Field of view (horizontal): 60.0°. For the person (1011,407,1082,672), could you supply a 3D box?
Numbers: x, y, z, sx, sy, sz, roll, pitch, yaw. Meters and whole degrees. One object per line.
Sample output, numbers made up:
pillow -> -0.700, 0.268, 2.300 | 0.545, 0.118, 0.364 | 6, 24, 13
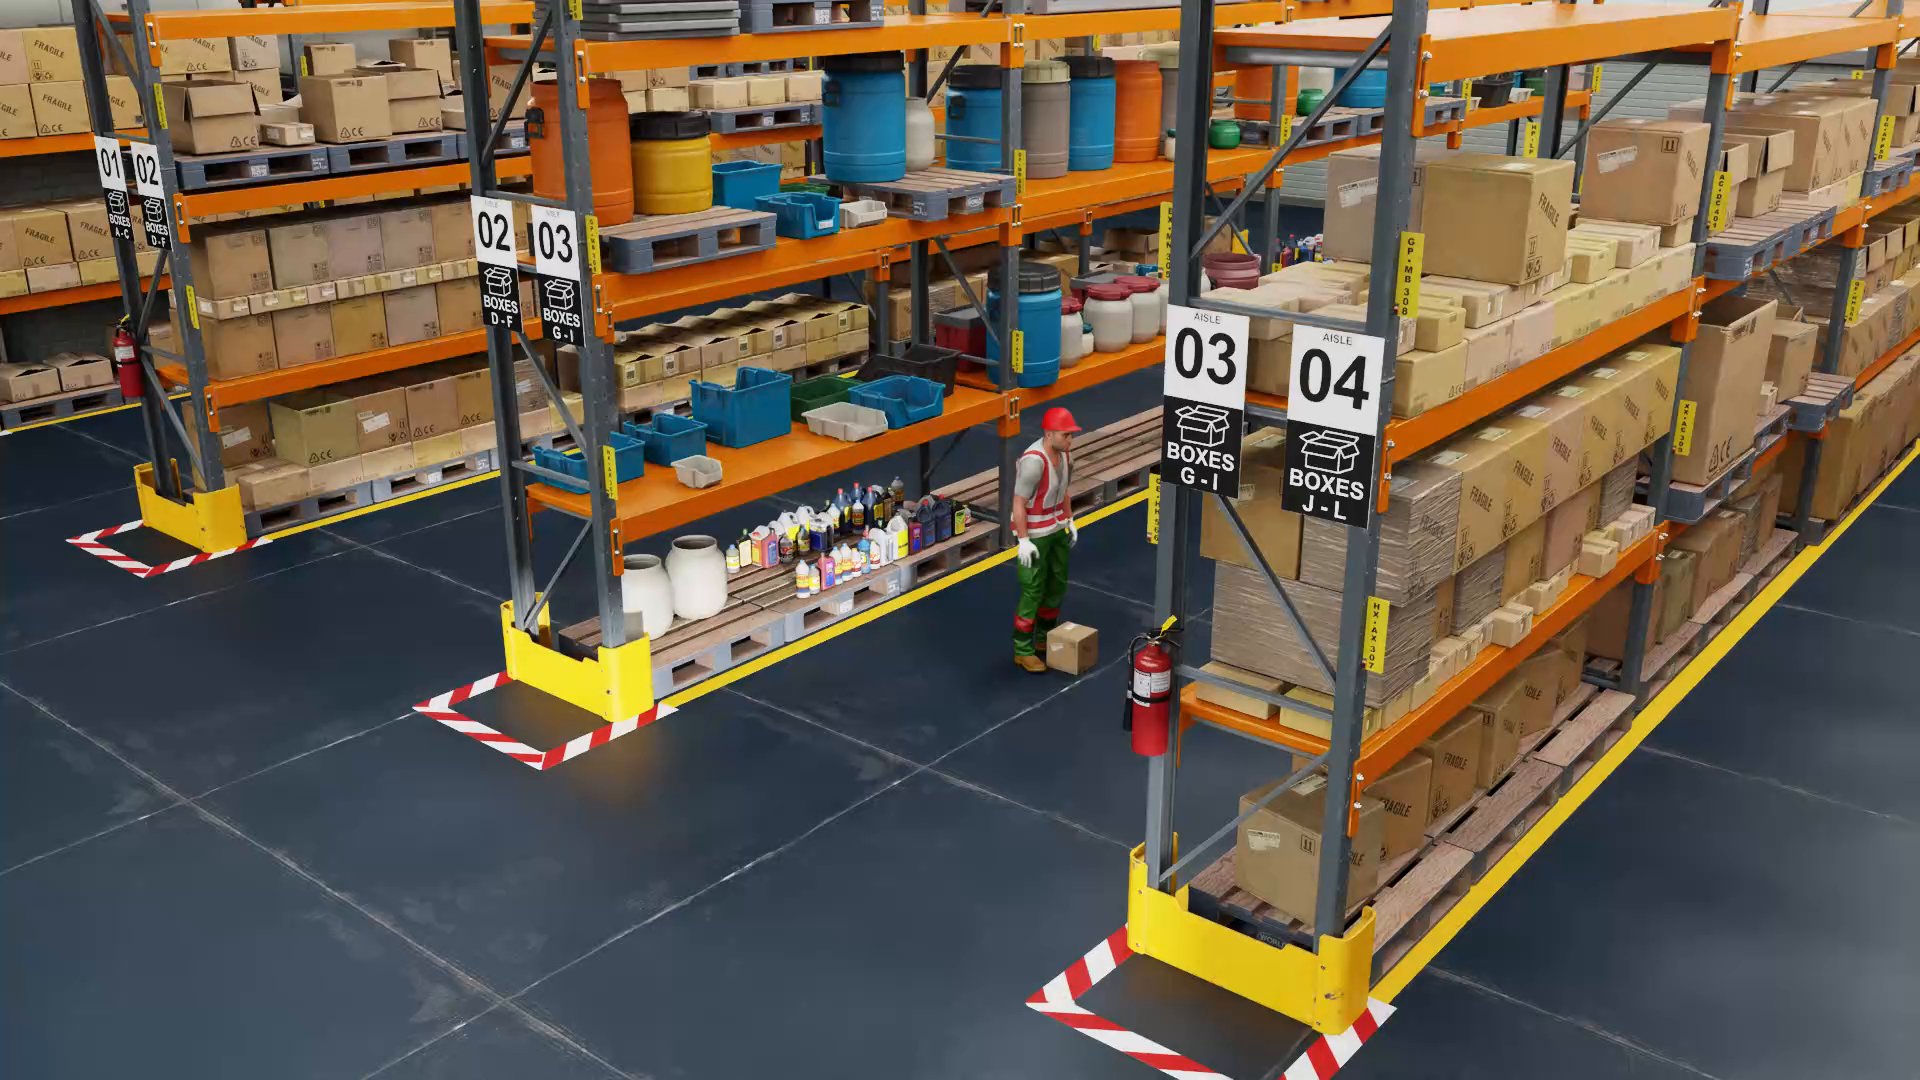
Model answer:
person -> 0.582, -0.030, 11.136 | 0.456, 1.778, 0.615 | 15, 25, 36
